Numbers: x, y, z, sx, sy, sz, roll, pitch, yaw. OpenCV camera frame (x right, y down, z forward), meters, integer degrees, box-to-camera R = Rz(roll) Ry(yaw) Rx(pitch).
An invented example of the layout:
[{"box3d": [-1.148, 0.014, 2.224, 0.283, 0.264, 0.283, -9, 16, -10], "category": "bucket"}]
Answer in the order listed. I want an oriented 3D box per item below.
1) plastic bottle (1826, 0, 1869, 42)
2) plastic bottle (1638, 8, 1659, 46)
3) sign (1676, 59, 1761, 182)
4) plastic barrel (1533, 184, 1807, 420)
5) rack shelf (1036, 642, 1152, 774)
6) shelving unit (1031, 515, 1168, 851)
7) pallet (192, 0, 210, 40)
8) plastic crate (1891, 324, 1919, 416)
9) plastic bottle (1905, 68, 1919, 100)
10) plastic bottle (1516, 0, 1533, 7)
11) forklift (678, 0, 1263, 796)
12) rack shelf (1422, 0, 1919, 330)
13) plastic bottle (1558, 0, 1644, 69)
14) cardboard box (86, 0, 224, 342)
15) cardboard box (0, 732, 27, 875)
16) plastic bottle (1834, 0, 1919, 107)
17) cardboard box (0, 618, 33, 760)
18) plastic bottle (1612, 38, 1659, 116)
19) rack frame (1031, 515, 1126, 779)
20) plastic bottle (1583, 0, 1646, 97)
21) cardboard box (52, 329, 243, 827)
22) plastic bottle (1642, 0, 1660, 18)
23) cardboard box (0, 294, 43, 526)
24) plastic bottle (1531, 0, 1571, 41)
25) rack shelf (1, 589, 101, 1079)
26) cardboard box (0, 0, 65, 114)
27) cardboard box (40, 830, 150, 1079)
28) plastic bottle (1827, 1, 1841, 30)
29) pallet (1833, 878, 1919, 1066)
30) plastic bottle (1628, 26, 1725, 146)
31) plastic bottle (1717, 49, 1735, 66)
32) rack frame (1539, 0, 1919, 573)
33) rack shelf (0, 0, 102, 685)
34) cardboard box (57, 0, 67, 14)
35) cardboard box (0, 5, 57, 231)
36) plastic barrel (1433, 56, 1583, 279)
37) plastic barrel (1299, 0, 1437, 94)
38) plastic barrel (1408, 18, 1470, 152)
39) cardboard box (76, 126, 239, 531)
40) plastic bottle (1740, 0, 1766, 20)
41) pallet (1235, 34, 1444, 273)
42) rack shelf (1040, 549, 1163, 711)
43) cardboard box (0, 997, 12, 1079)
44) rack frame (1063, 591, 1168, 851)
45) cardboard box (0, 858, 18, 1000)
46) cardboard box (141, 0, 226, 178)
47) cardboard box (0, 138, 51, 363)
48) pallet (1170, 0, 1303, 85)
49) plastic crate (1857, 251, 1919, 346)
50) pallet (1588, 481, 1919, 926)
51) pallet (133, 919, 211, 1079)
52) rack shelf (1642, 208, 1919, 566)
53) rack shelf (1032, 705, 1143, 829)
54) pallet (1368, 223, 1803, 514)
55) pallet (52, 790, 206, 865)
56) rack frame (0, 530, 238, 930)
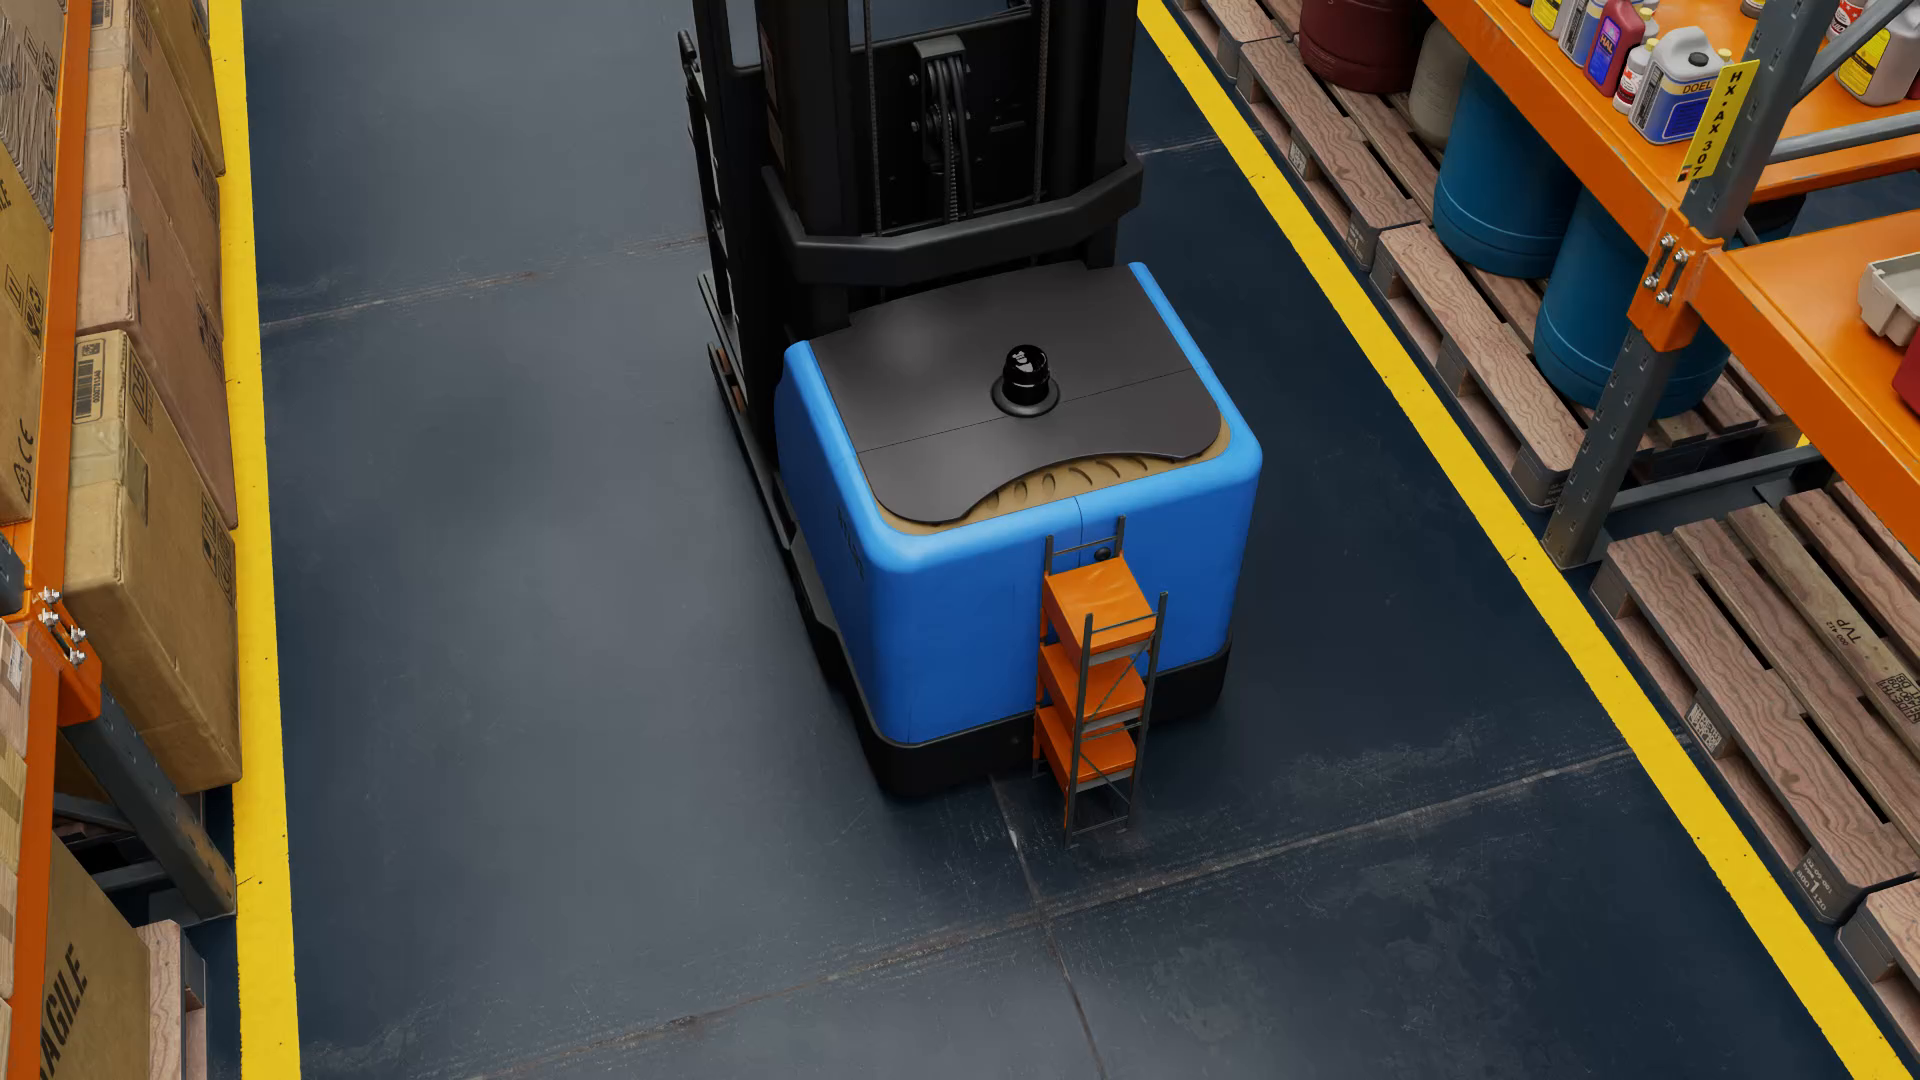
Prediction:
[{"box3d": [2.528, -1.501, 4.683, 0.097, 0.201, 0.097, 0, 50, 0], "category": "plastic bottle"}, {"box3d": [1.853, -1.363, 4.567, 0.097, 0.201, 0.097, 0, 50, 0], "category": "plastic bottle"}, {"box3d": [1.794, -0.989, 3.941, 0.100, 0.325, 0.005, -13, 51, -11], "category": "sign"}, {"box3d": [2.176, -0.883, 5.130, 0.600, 0.901, 0.708, -13, 51, -11], "category": "plastic barrel"}, {"box3d": [0.337, 0.401, 4.239, 0.215, 0.259, 0.240, -15, 52, -12], "category": "rack shelf"}, {"box3d": [0.337, 0.394, 4.231, 0.215, 1.050, 0.252, -15, 52, -12], "category": "shelving unit"}, {"box3d": [-3.824, -2.497, 7.217, 1.003, 0.211, 1.213, -13, 51, -11], "category": "pallet"}, {"box3d": [2.345, -0.354, 3.505, 0.402, 0.464, 0.583, -13, 51, -11], "category": "plastic crate"}, {"box3d": [2.619, -1.349, 4.502, 0.061, 0.283, 0.133, -13, 51, -11], "category": "plastic bottle"}, {"box3d": [1.681, -1.739, 4.787, 0.144, 0.351, 0.185, -13, 51, -11], "category": "plastic bottle"}, {"box3d": [-0.209, -1.399, 4.512, 1.130, 2.935, 3.031, -15, 52, -12], "category": "forklift"}, {"box3d": [1.729, -2.252, 5.657, 1.077, 0.370, 4.000, -13, 51, -11], "category": "rack shelf"}, {"box3d": [1.787, -1.464, 4.604, 0.152, 0.276, 0.135, -13, 51, -11], "category": "plastic bottle"}, {"box3d": [-3.154, -1.113, 5.342, 1.225, 0.875, 0.875, -13, 51, -11], "category": "cardboard box"}, {"box3d": [-1.932, 0.515, 3.018, 0.380, 0.149, 0.250, -12, 51, -10], "category": "cardboard box"}, {"box3d": [2.514, -1.367, 4.473, 0.144, 0.351, 0.185, -13, 51, -11], "category": "plastic bottle"}, {"box3d": [-2.008, 0.327, 3.177, 0.380, 0.149, 0.250, -13, 51, -11], "category": "cardboard box"}, {"box3d": [1.834, -1.252, 4.473, 0.097, 0.201, 0.097, 0, 50, 0], "category": "plastic bottle"}, {"box3d": [0.296, 0.306, 4.305, 0.200, 1.050, 0.008, -15, 52, -12], "category": "rack frame"}, {"box3d": [1.783, -1.359, 4.510, 0.061, 0.283, 0.133, -13, 51, -11], "category": "plastic bottle"}, {"box3d": [-2.620, 0.184, 4.248, 1.225, 0.875, 0.875, -13, 51, -11], "category": "cardboard box"}, {"box3d": [1.900, -1.482, 4.667, 0.097, 0.201, 0.097, 0, 50, 0], "category": "plastic bottle"}, {"box3d": [-2.308, -0.328, 3.499, 0.500, 0.500, 0.500, -13, 51, -11], "category": "cardboard box"}, {"box3d": [1.736, -1.604, 4.673, 0.144, 0.351, 0.185, -13, 51, -11], "category": "plastic bottle"}, {"box3d": [-1.820, 1.790, 2.250, 1.077, 0.370, 4.000, -13, 51, -11], "category": "rack shelf"}, {"box3d": [-2.763, -1.436, 4.434, 0.500, 0.500, 0.500, -12, 51, -10], "category": "cardboard box"}, {"box3d": [-2.292, 1.147, 3.436, 0.875, 0.875, 0.875, -13, 51, -11], "category": "cardboard box"}, {"box3d": [2.499, -1.594, 4.716, 0.097, 0.271, 0.097, 0, 50, 0], "category": "plastic bottle"}, {"box3d": [2.939, 1.297, 4.019, 1.003, 0.211, 1.213, -13, 51, -11], "category": "pallet"}, {"box3d": [1.895, -1.198, 4.379, 0.152, 0.276, 0.135, -13, 51, -11], "category": "plastic bottle"}, {"box3d": [2.008, -1.215, 4.443, 0.097, 0.201, 0.097, 0, 50, 0], "category": "plastic bottle"}, {"box3d": [2.320, -1.023, 4.150, 1.000, 3.000, 0.127, -13, 51, -11], "category": "rack frame"}, {"box3d": [-3.003, -1.132, 4.713, 1.077, 0.370, 4.000, -13, 51, -11], "category": "rack shelf"}, {"box3d": [-2.913, -1.808, 4.747, 0.500, 0.500, 0.500, -15, 51, -12], "category": "cardboard box"}, {"box3d": [-2.606, -1.060, 4.116, 0.500, 0.500, 0.500, -14, 51, -12], "category": "cardboard box"}, {"box3d": [1.966, -1.400, 5.566, 0.600, 0.901, 0.708, -13, 51, -11], "category": "plastic barrel"}, {"box3d": [1.632, -2.124, 6.381, 0.600, 0.588, 0.708, -13, 51, -11], "category": "plastic barrel"}, {"box3d": [1.885, -1.707, 6.080, 0.421, 0.512, 0.421, 0, 50, 0], "category": "plastic barrel"}, {"box3d": [-2.885, -0.469, 4.798, 1.225, 0.875, 0.875, -15, 51, -12], "category": "cardboard box"}, {"box3d": [2.325, -1.608, 4.774, 0.097, 0.201, 0.097, 0, 50, 0], "category": "plastic bottle"}, {"box3d": [1.767, -1.590, 6.452, 1.003, 0.211, 1.213, -13, 51, -11], "category": "pallet"}, {"box3d": [0.337, 0.218, 4.022, 0.215, 0.259, 0.240, -15, 52, -12], "category": "rack shelf"}, {"box3d": [-1.780, 0.890, 2.702, 0.380, 0.149, 0.250, -12, 51, -10], "category": "cardboard box"}, {"box3d": [0.377, 0.482, 4.157, 0.200, 1.050, 0.008, -15, 52, -12], "category": "rack frame"}, {"box3d": [-1.856, 0.702, 2.860, 0.380, 0.149, 0.250, -14, 51, -12], "category": "cardboard box"}, {"box3d": [-3.410, -1.766, 5.892, 1.225, 0.875, 0.875, -15, 52, -13], "category": "cardboard box"}, {"box3d": [-2.458, -0.695, 3.808, 0.500, 0.500, 0.500, -13, 51, -11], "category": "cardboard box"}, {"box3d": [1.410, -2.479, 7.202, 1.003, 0.211, 1.213, -13, 51, -11], "category": "pallet"}, {"box3d": [2.321, -0.585, 3.914, 0.396, 0.136, 0.243, -13, 51, -11], "category": "plastic crate"}, {"box3d": [2.575, 0.404, 4.771, 1.003, 0.211, 1.213, -13, 51, -11], "category": "pallet"}, {"box3d": [-2.261, 1.569, 3.789, 1.003, 0.211, 1.213, -13, 51, -11], "category": "pallet"}, {"box3d": [2.912, 0.670, 3.194, 1.077, 0.370, 4.000, -13, 51, -11], "category": "rack shelf"}, {"box3d": [0.337, 0.580, 4.452, 0.215, 0.259, 0.240, -15, 52, -12], "category": "rack shelf"}, {"box3d": [2.132, -0.697, 5.699, 1.003, 0.211, 1.213, -13, 51, -11], "category": "pallet"}, {"box3d": [-2.711, 0.449, 4.733, 1.003, 0.211, 1.213, -13, 51, -11], "category": "pallet"}, {"box3d": [-2.411, 0.097, 3.206, 1.000, 3.000, 0.127, -13, 51, -11], "category": "rack frame"}]
